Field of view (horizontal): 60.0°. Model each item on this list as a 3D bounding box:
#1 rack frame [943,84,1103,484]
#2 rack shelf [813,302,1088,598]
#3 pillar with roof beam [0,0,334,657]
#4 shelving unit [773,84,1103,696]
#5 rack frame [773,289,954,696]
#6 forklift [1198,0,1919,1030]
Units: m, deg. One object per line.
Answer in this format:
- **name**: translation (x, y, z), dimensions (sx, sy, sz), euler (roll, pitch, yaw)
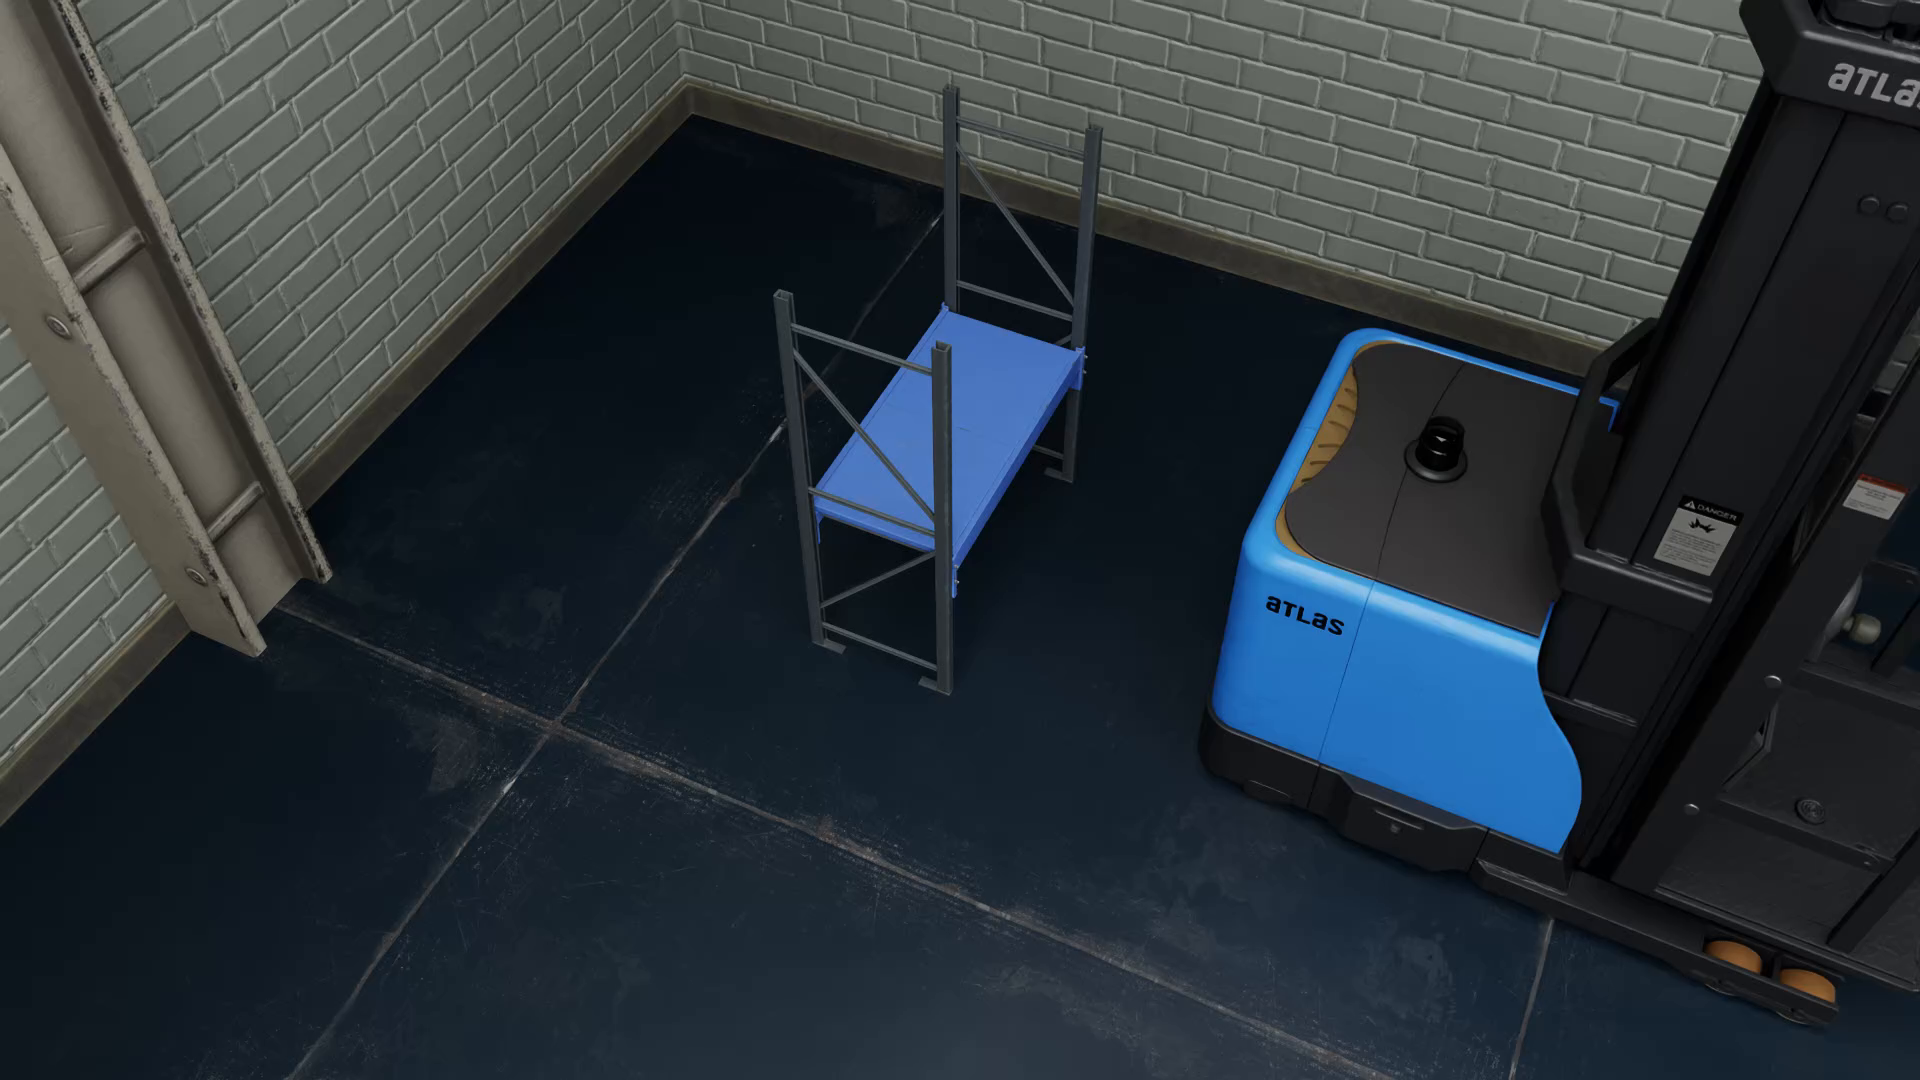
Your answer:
- **rack frame**: translation (0.181, -0.777, 5.427), dimensions (0.500, 1.500, 0.032), euler (20, 52, 16)
- **rack shelf**: translation (-0.036, -0.311, 5.266), dimensions (0.538, 0.185, 1.000), euler (20, 52, 16)
- **pillar with roof beam**: translation (1.543, -1.318, 0.963), dimensions (9.100, 9.000, 0.400), euler (20, 52, 16)
- **shelving unit**: translation (-0.036, -0.427, 5.129), dimensions (0.538, 1.500, 1.048), euler (20, 52, 16)
- **rack frame**: translation (-0.254, -0.077, 4.831), dimensions (0.500, 1.500, 0.032), euler (20, 52, 16)
- **forklift**: translation (2.286, -0.078, 3.892), dimensions (3.031, 2.935, 1.130), euler (20, 53, 16)
